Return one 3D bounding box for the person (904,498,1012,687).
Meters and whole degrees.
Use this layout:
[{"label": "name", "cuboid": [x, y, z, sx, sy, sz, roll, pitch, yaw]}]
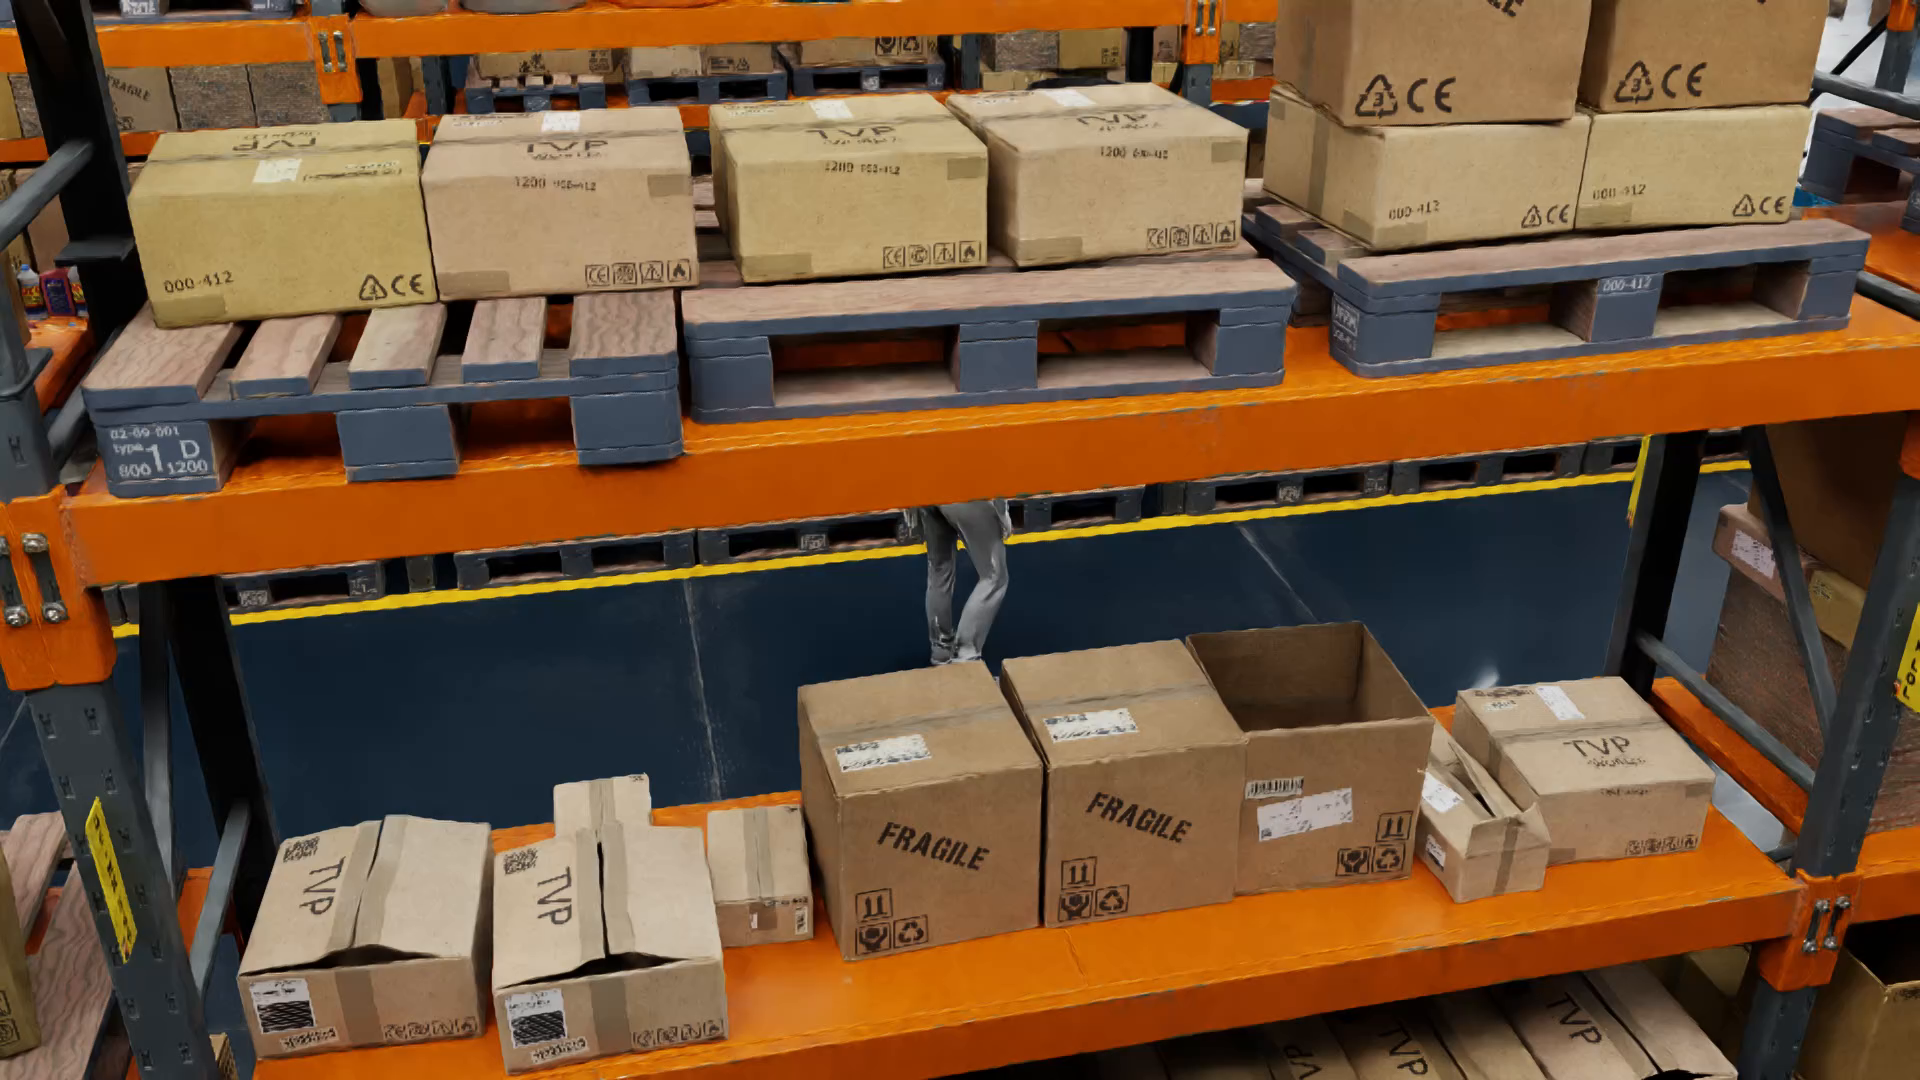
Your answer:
[{"label": "person", "cuboid": [0.007, -0.132, 7.366, 0.673, 1.667, 0.492, 21, 33, 35]}]
